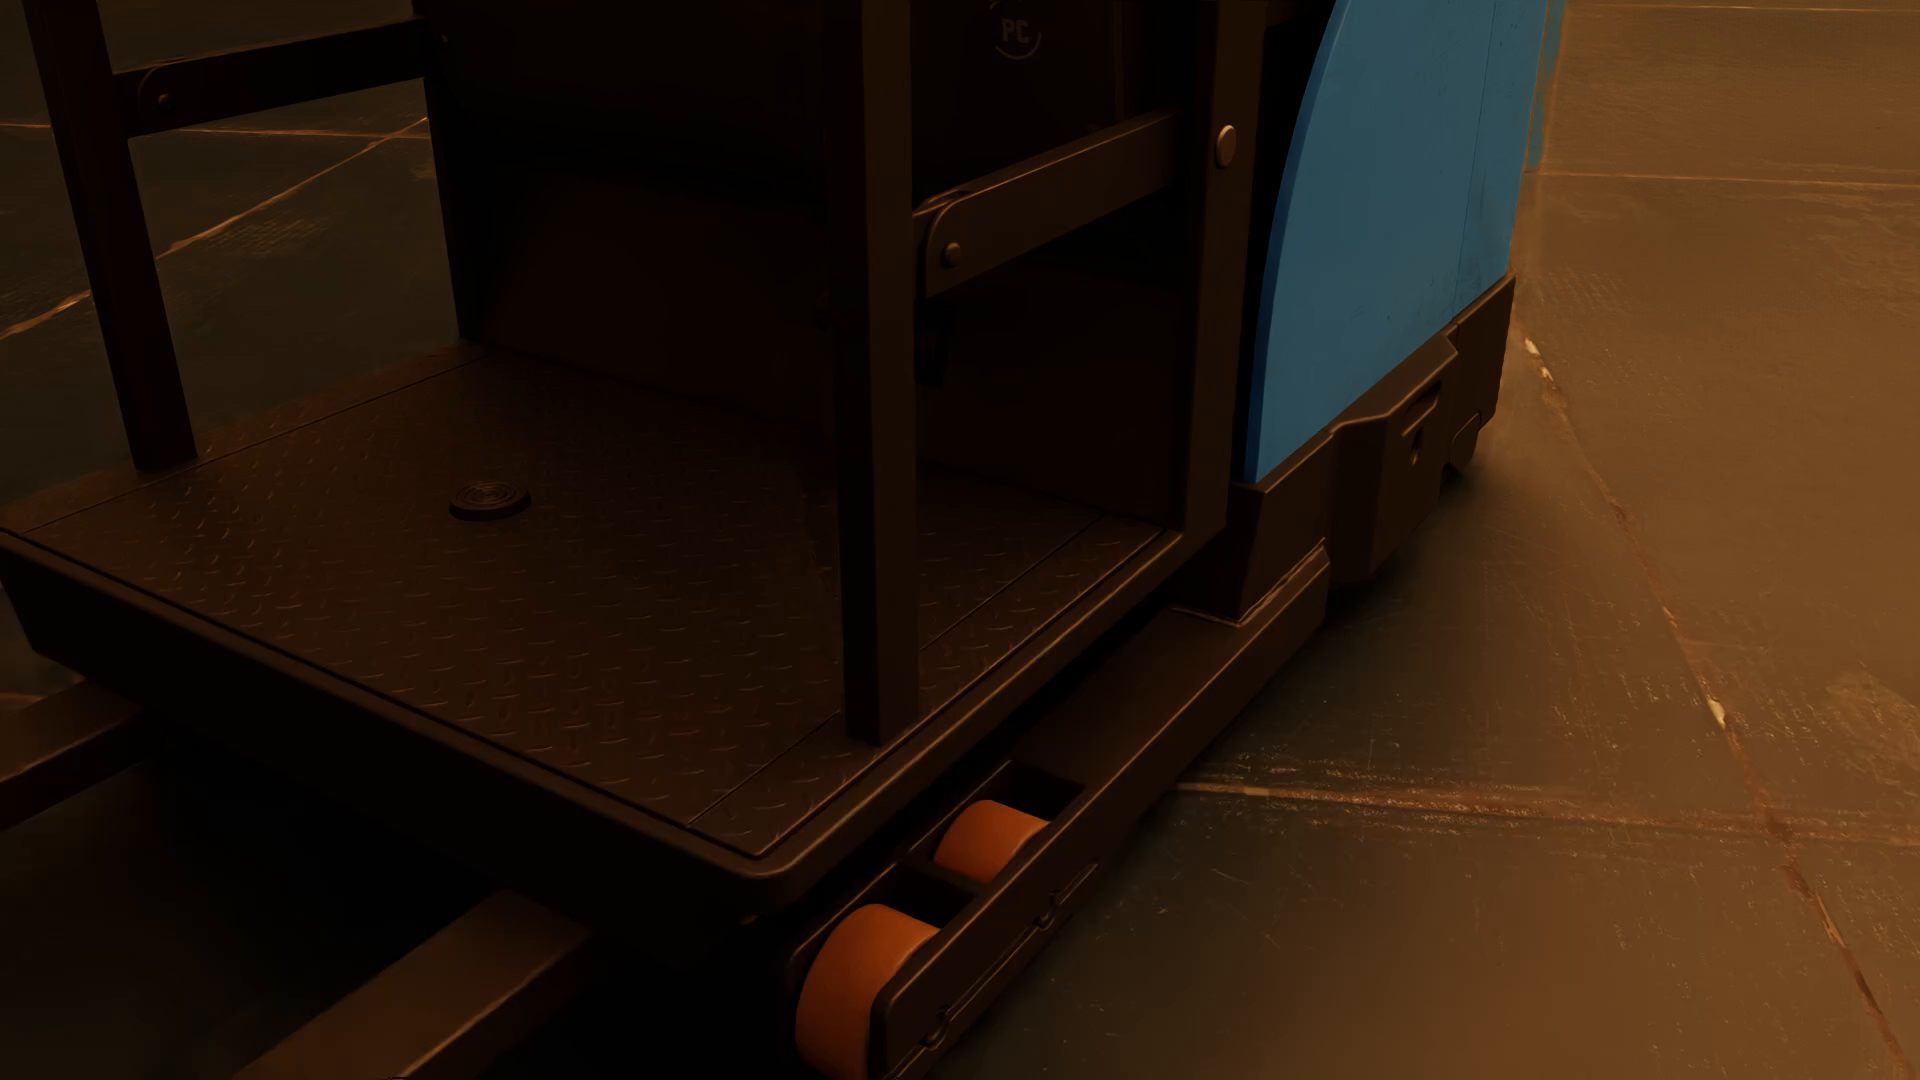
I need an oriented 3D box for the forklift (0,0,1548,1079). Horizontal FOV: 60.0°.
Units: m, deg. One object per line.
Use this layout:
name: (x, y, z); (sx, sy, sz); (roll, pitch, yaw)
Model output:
forklift: (-0.333, -1.053, 1.328); (1.130, 2.935, 3.031); (16, 31, 29)
